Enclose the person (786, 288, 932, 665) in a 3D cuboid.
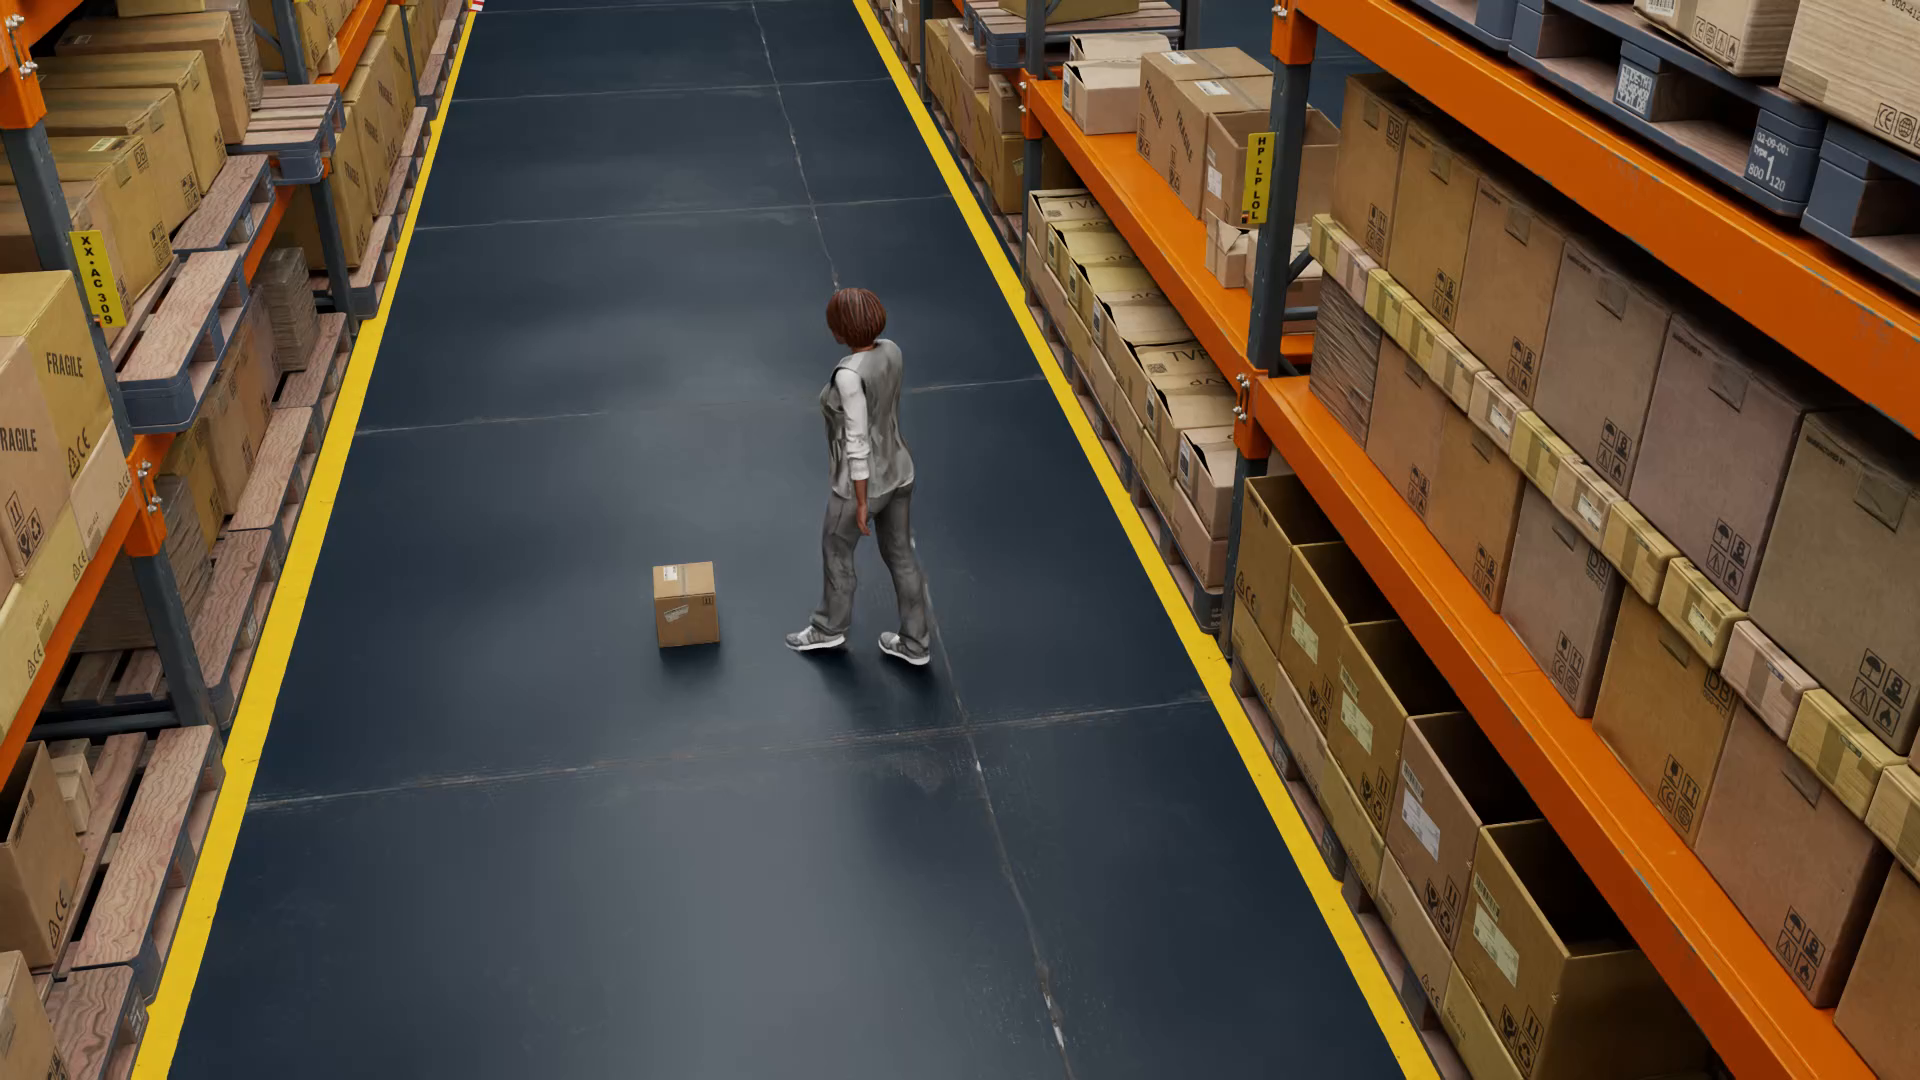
[{"bbox_3d":[-0.378,-0.229,6.519,0.636,1.611,0.419,20,36,30],"label":"person"}]
